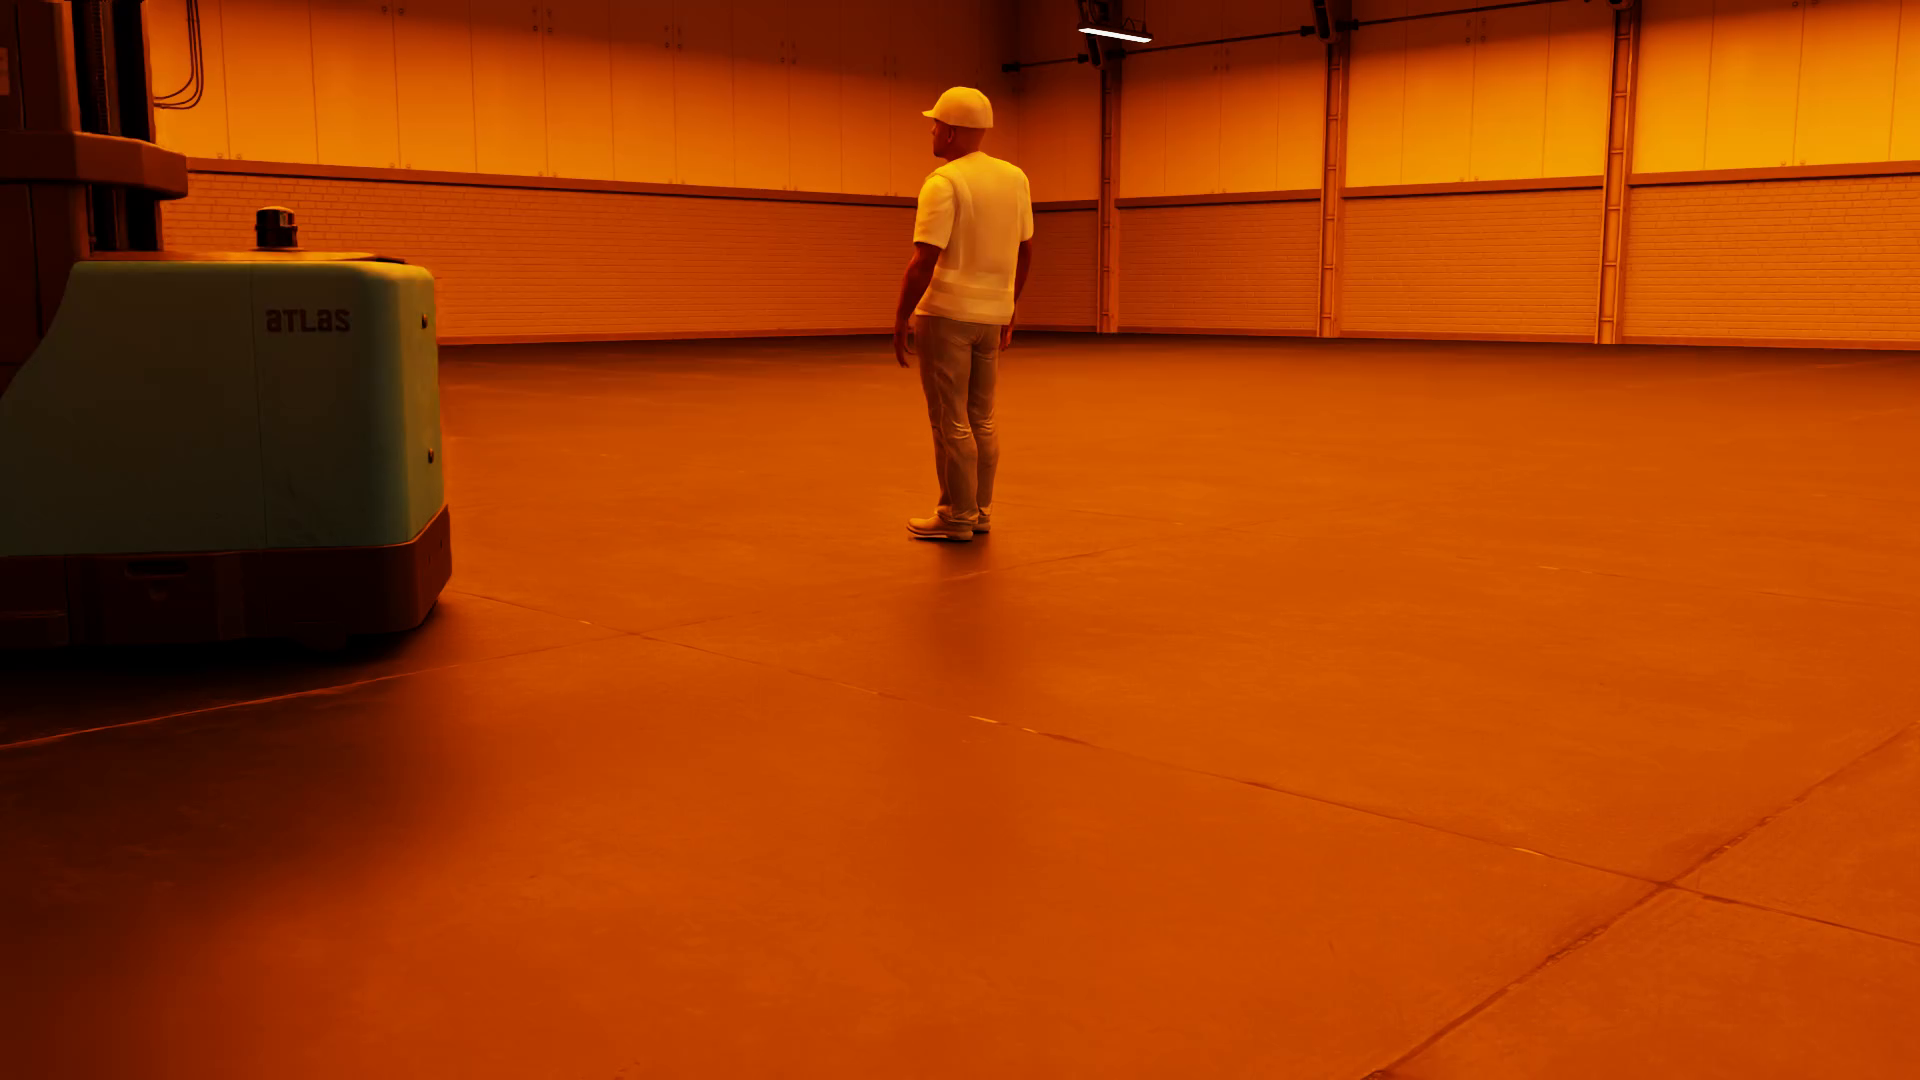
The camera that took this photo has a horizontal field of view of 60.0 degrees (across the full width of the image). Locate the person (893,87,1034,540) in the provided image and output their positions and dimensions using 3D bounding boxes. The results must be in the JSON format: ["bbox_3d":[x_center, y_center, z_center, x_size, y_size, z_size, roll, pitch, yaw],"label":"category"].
[{"bbox_3d":[-0.045,-0.888,6.637,0.577,1.765,0.665,8,12,43],"label":"person"}]

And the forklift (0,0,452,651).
[{"bbox_3d":[-3.080,-1.159,4.569,3.031,2.935,1.130,-2,9,-11],"label":"forklift"}]
